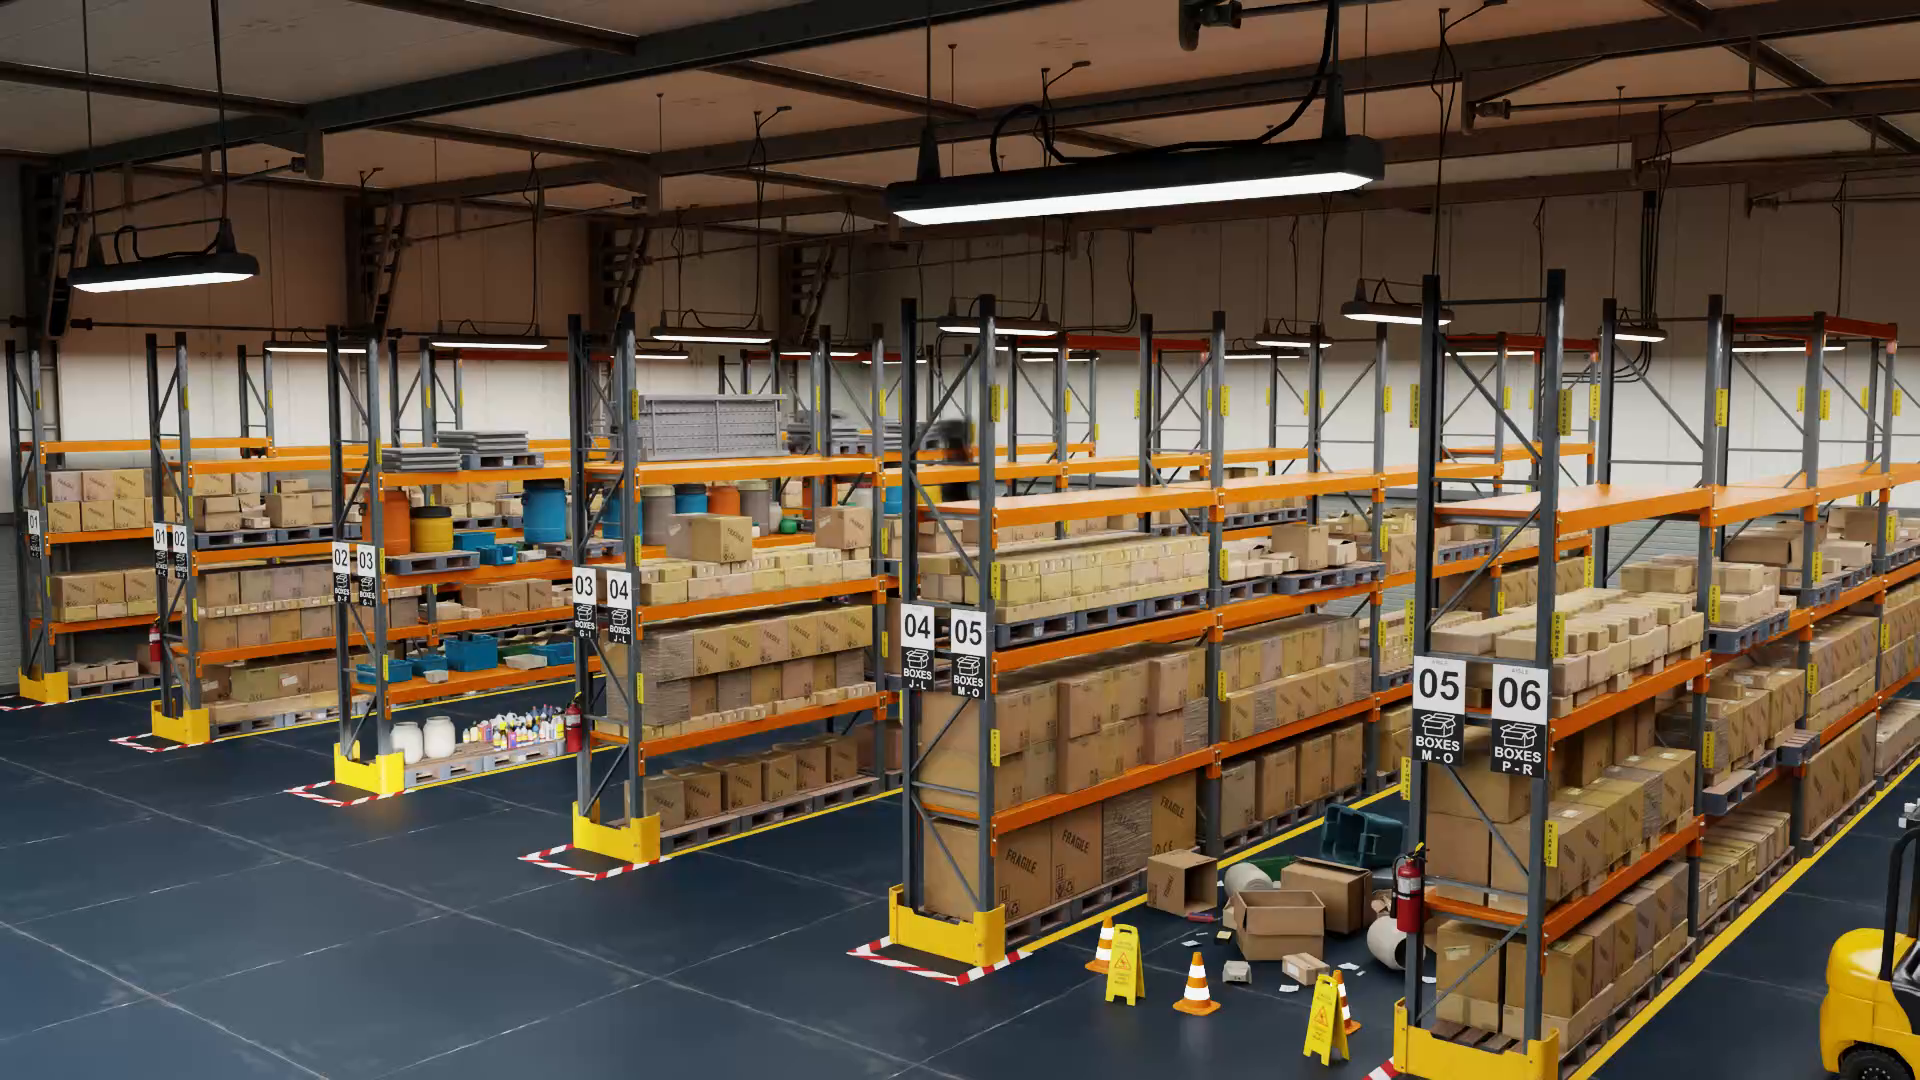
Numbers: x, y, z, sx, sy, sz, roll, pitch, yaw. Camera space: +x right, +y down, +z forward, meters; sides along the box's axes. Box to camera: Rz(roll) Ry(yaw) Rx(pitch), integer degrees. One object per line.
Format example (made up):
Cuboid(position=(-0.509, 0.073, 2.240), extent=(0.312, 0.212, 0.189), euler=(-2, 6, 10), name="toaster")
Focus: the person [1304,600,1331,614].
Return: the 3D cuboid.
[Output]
Cuboid(position=(6.916, 1.381, 32.547), extent=(0.744, 1.746, 0.991), euler=(0, 5, -4), name="person")
